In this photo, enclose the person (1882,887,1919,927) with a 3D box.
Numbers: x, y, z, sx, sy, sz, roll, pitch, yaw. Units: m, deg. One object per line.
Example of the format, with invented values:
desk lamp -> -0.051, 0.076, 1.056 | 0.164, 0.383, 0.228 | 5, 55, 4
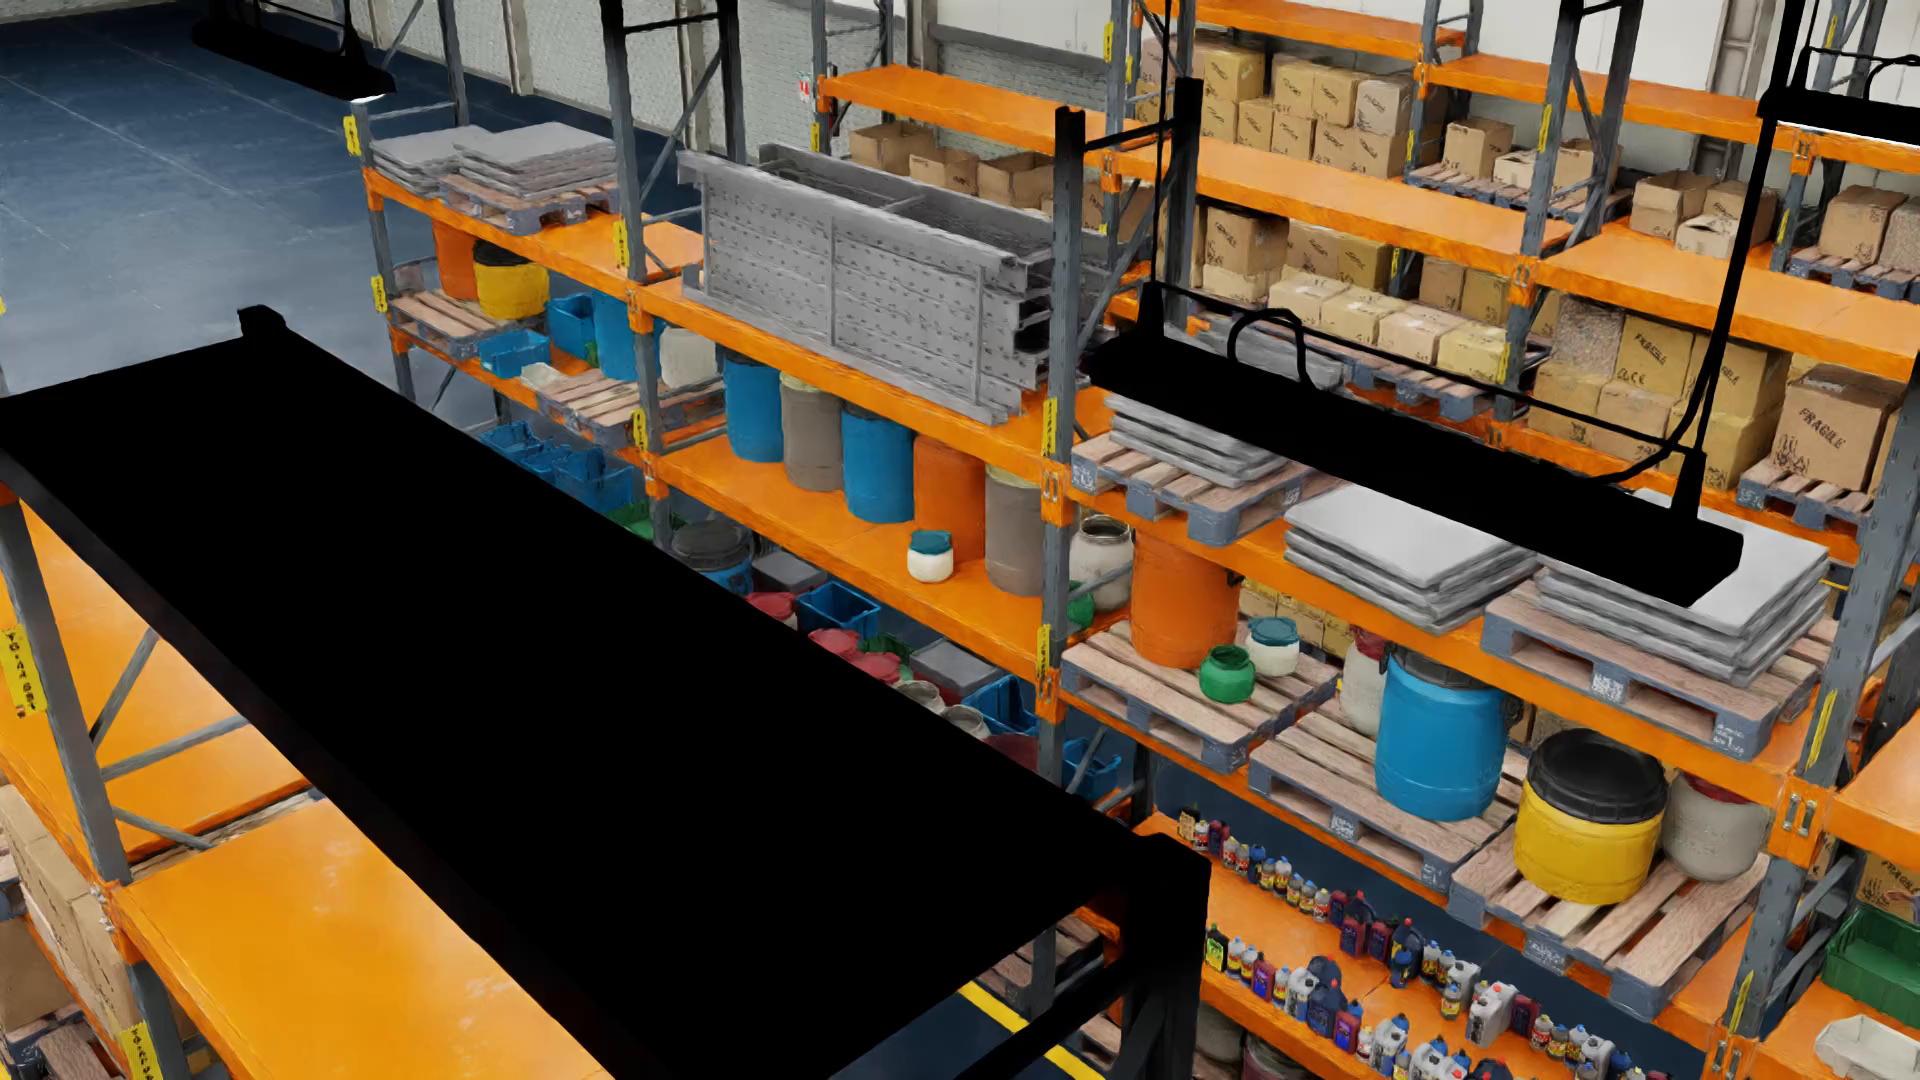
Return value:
person -> 6.097, 2.571, 10.417 | 0.610, 1.572, 0.780 | -21, 34, -33
